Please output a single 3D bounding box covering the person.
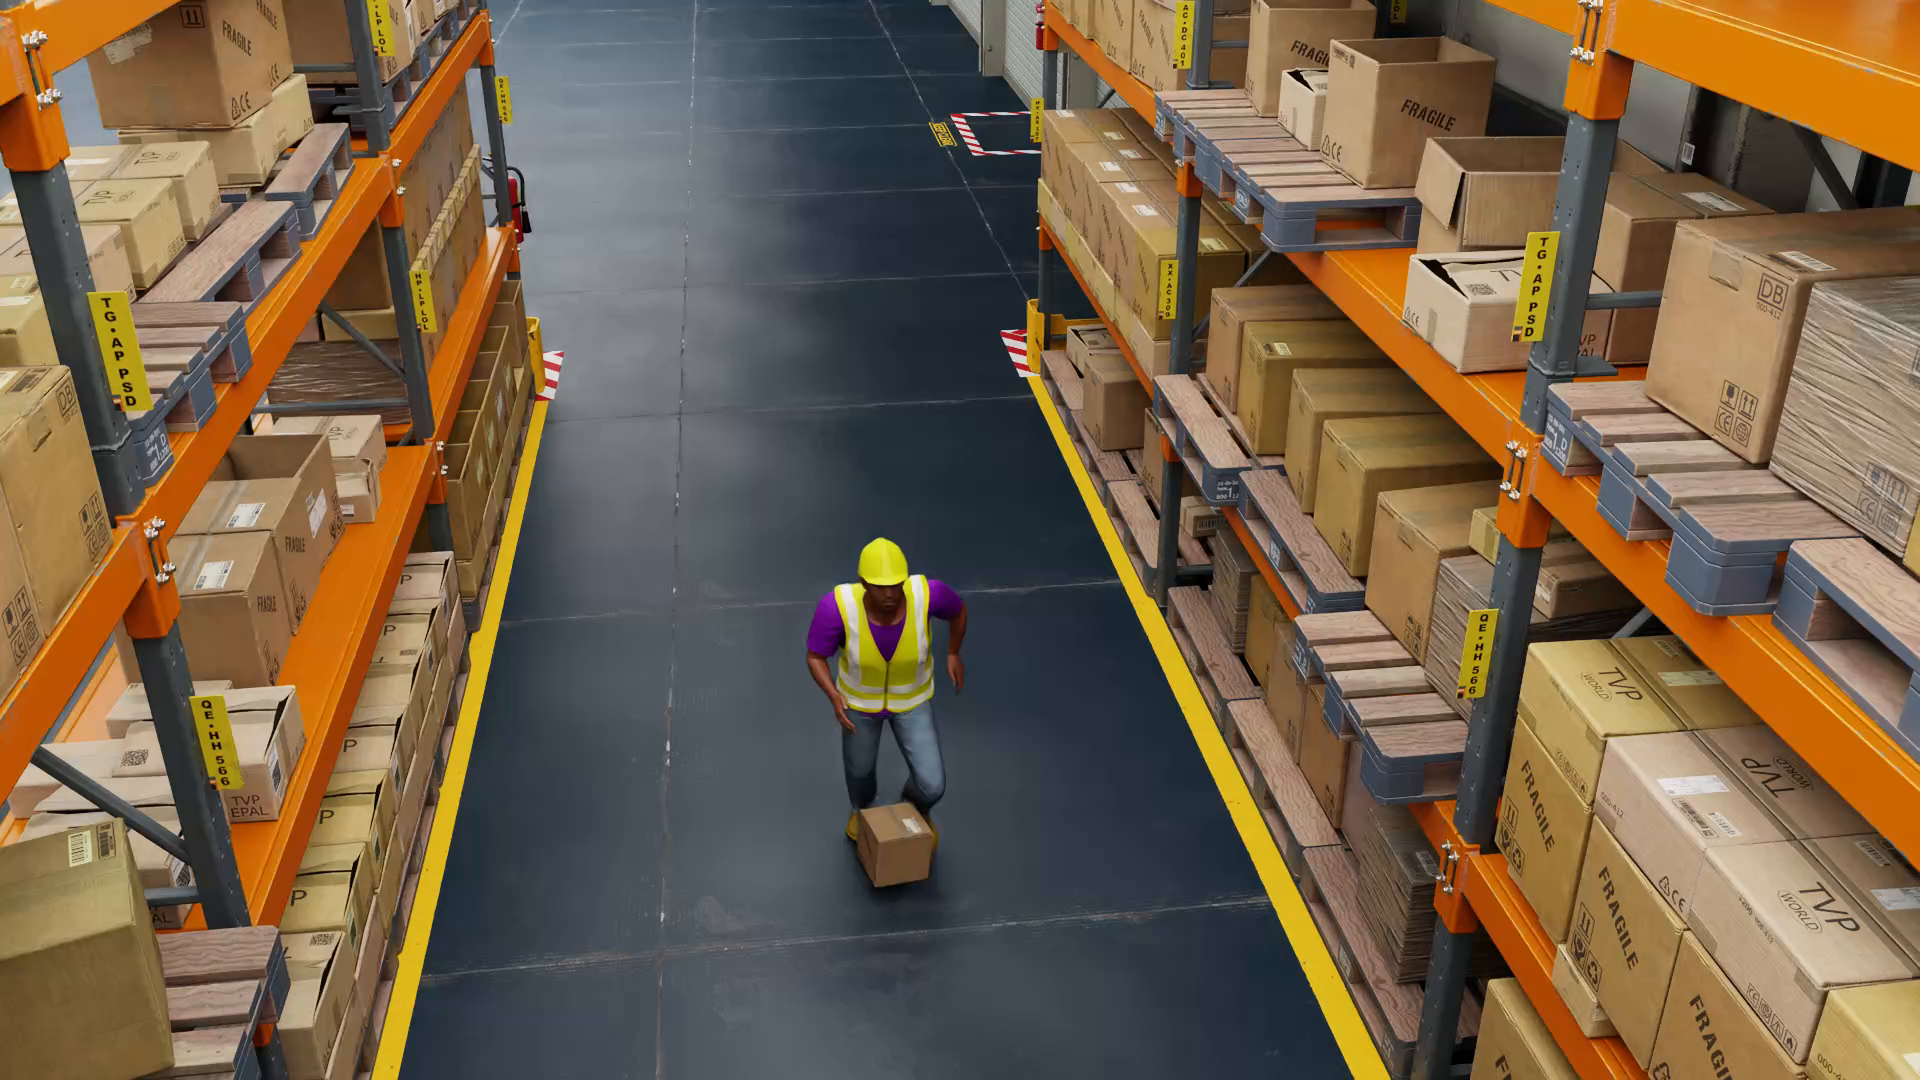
[{"bbox_3d":[-0.311,0.705,7.292,0.704,1.689,0.789,-2,27,-3],"label":"person"}]
